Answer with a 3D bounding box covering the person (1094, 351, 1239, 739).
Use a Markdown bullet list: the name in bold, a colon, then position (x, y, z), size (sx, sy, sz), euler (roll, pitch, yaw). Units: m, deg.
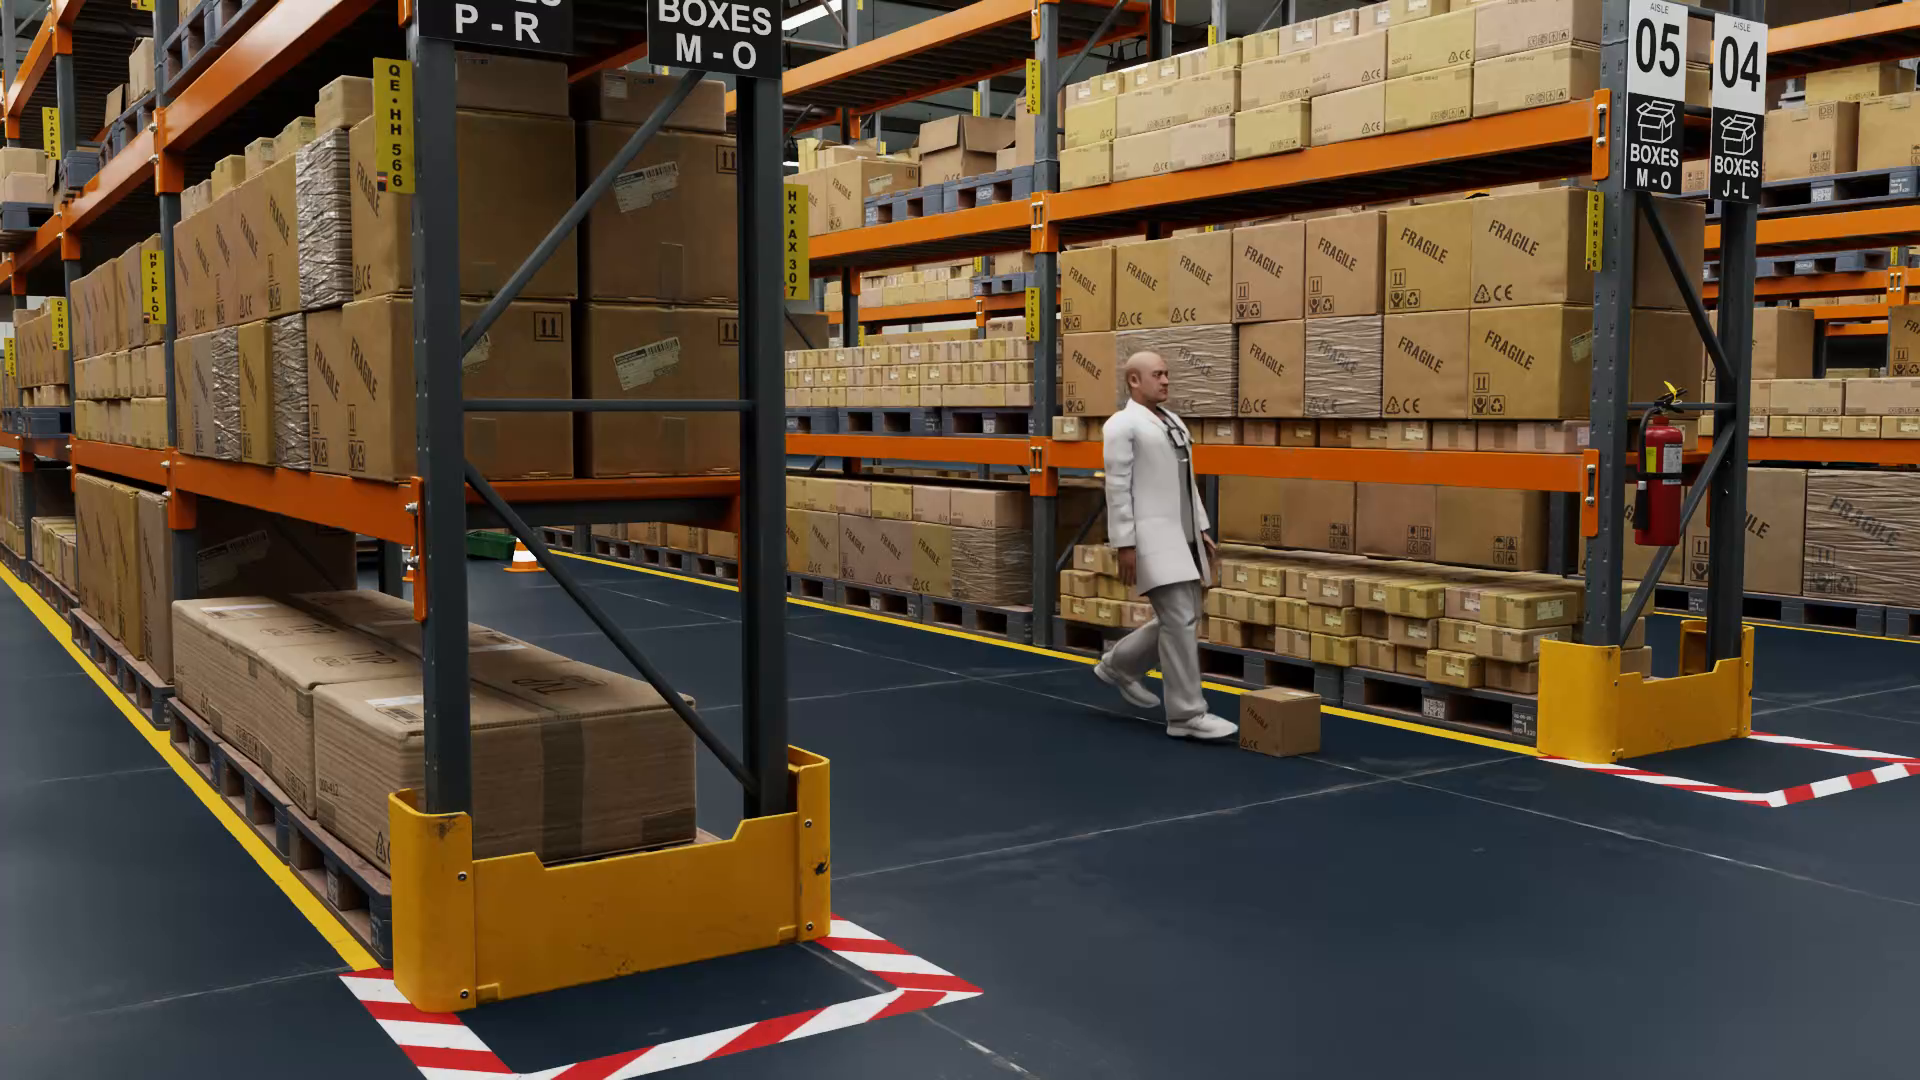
- **person**: position (0.952, 0.004, 7.700), size (0.909, 1.748, 0.581), euler (3, 6, 37)
